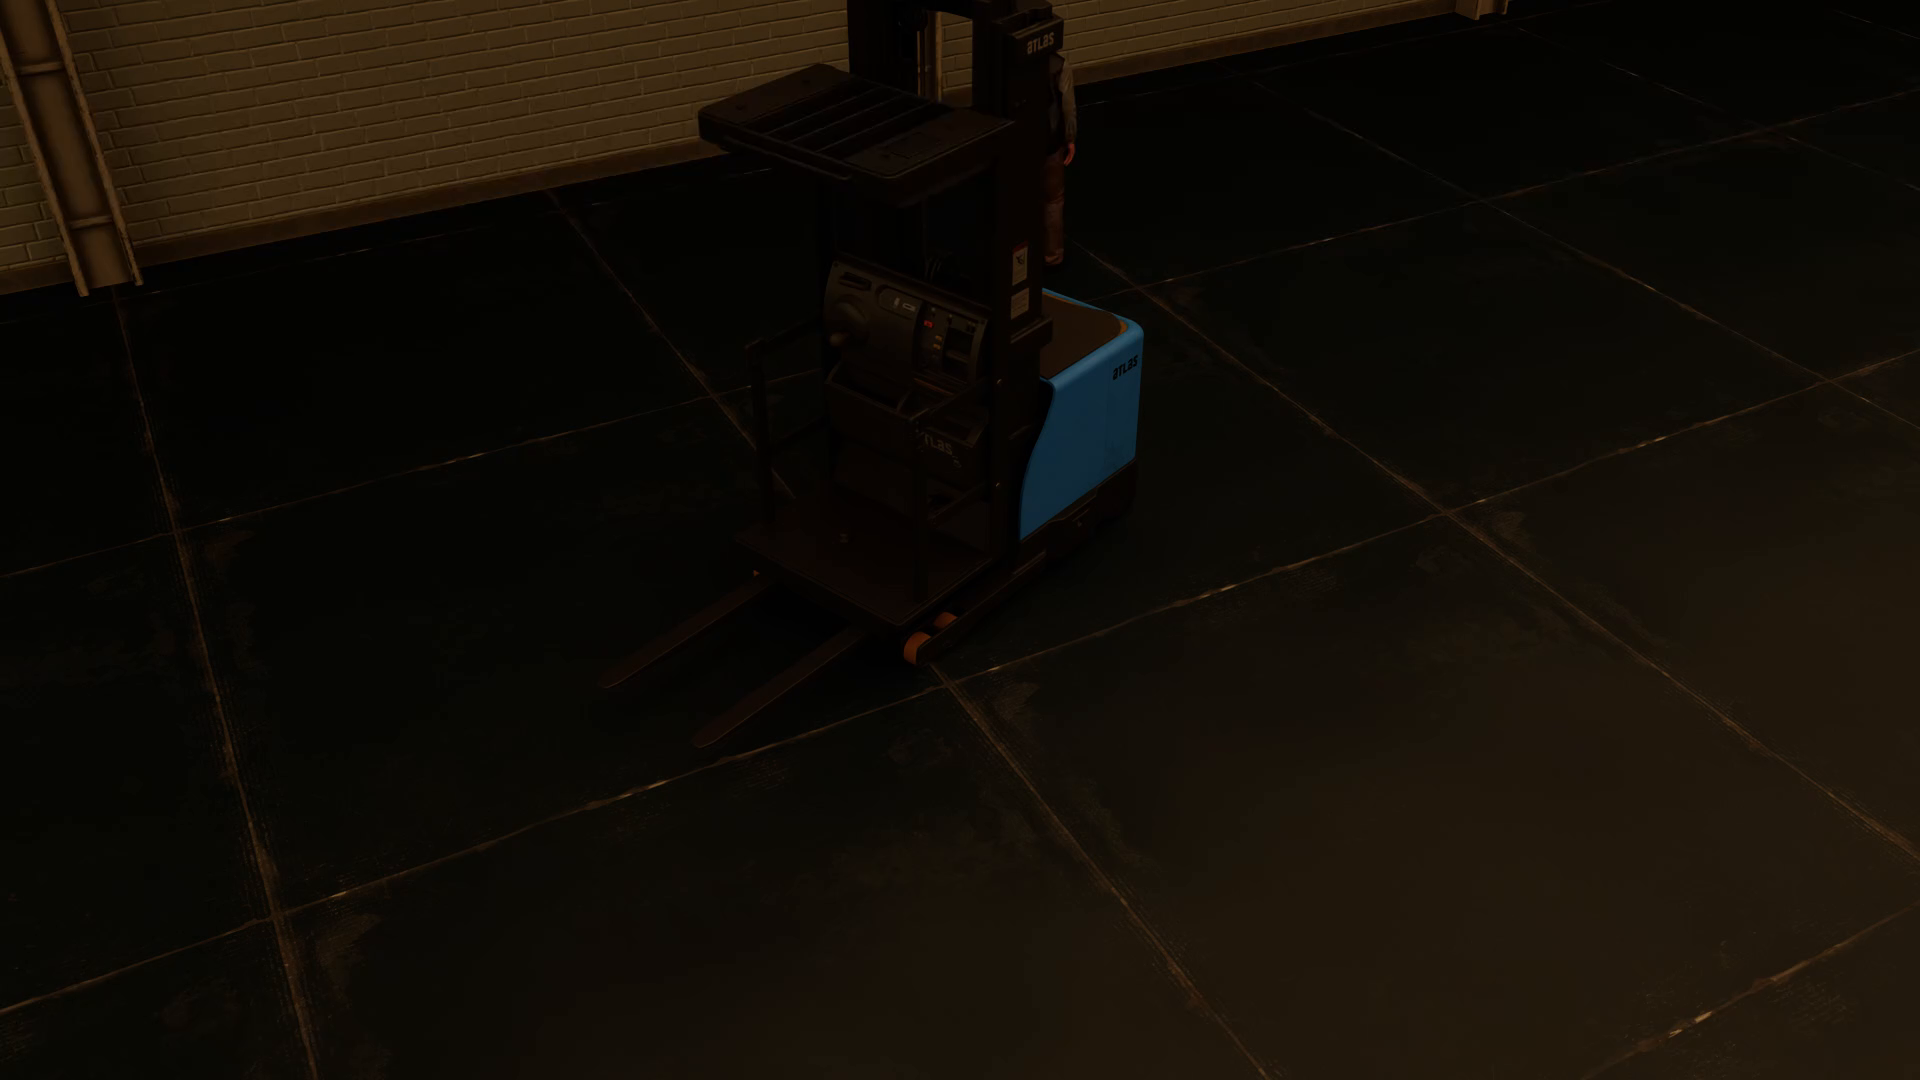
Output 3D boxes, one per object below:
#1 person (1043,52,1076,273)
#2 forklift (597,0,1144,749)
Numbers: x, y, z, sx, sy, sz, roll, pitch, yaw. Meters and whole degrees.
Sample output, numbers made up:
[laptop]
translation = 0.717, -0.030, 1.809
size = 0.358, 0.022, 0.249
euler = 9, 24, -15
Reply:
[person]
translation = 0.456, -2.563, 10.799
size = 0.585, 1.719, 0.427
euler = 4, 35, 5
[forklift]
translation = -0.390, -0.927, 7.434
size = 1.130, 2.935, 3.031
euler = 26, 43, 31
